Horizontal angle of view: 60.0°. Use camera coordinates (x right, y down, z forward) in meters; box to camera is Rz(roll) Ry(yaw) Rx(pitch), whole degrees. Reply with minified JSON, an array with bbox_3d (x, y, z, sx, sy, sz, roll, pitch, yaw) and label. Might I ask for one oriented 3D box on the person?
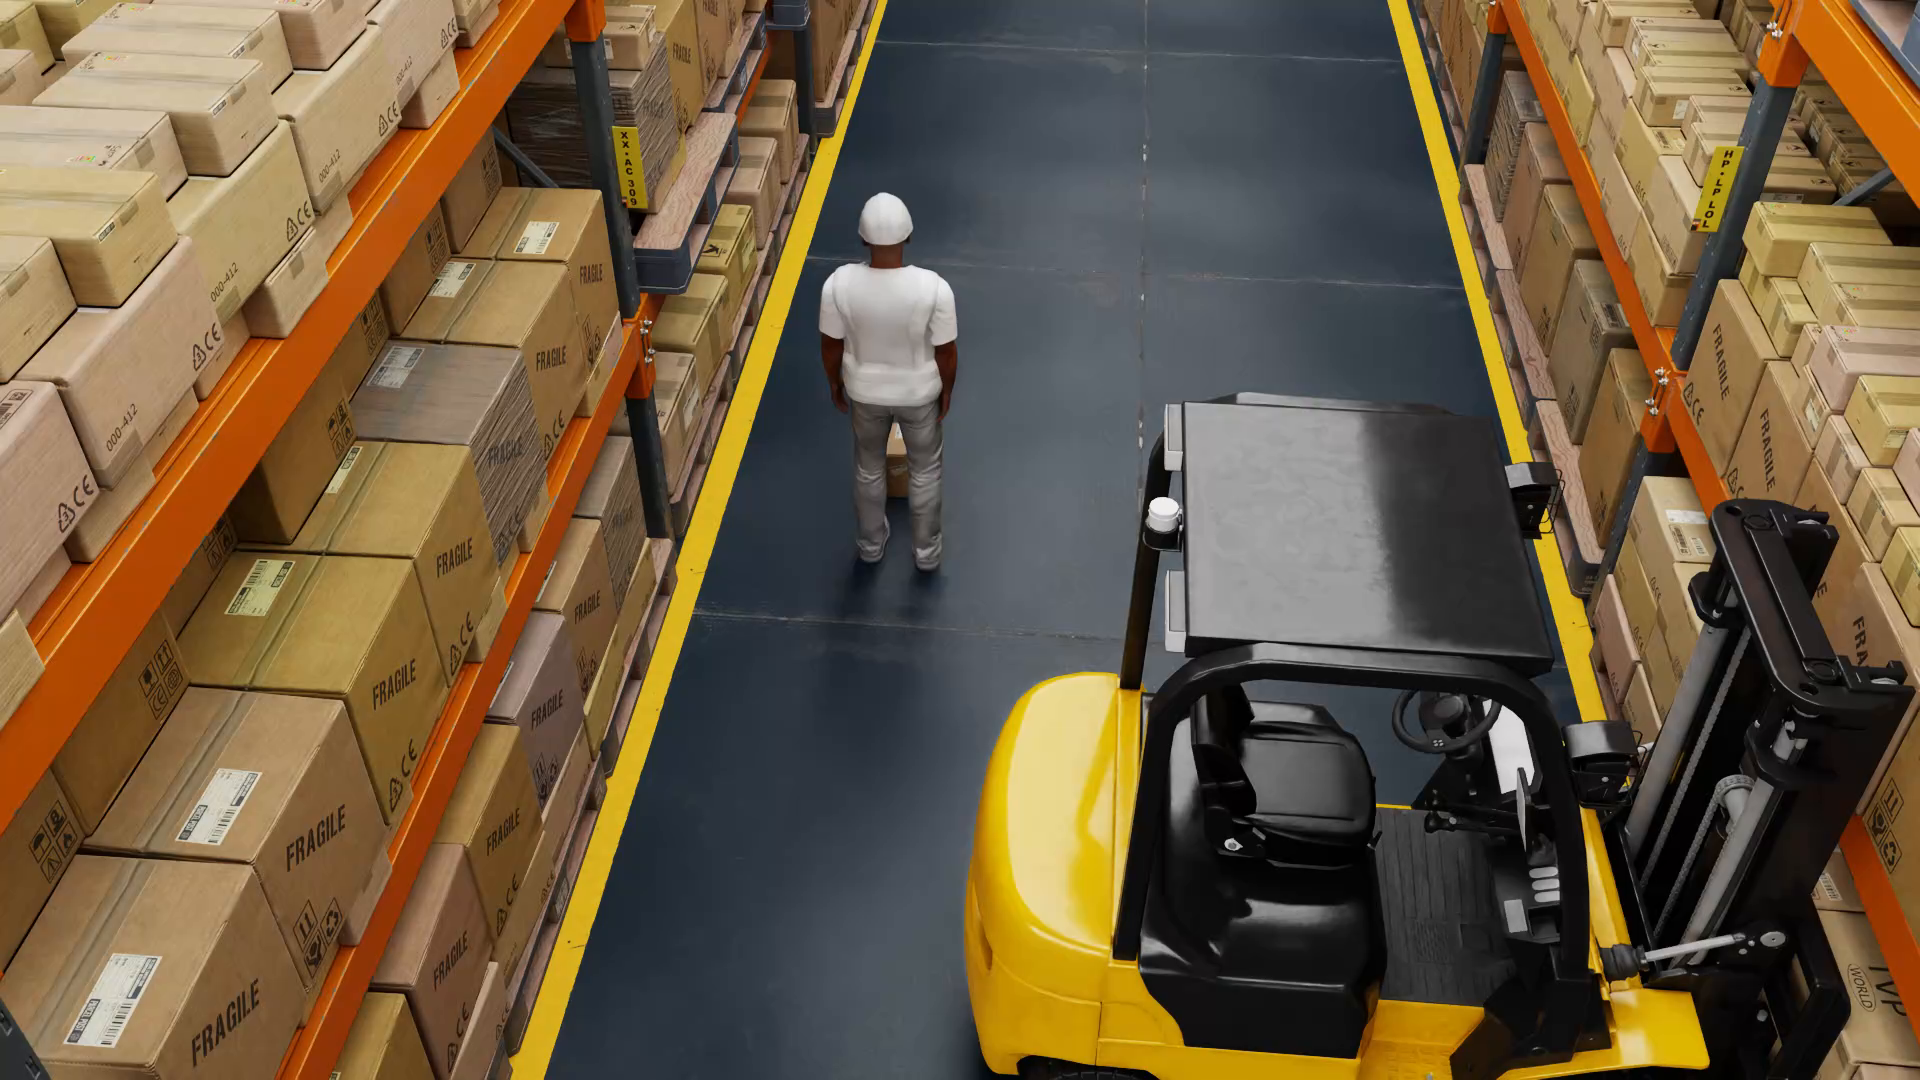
[{"bbox_3d":[-0.284,-0.638,6.911,0.563,1.767,0.366,4,40,5],"label":"person"}]
